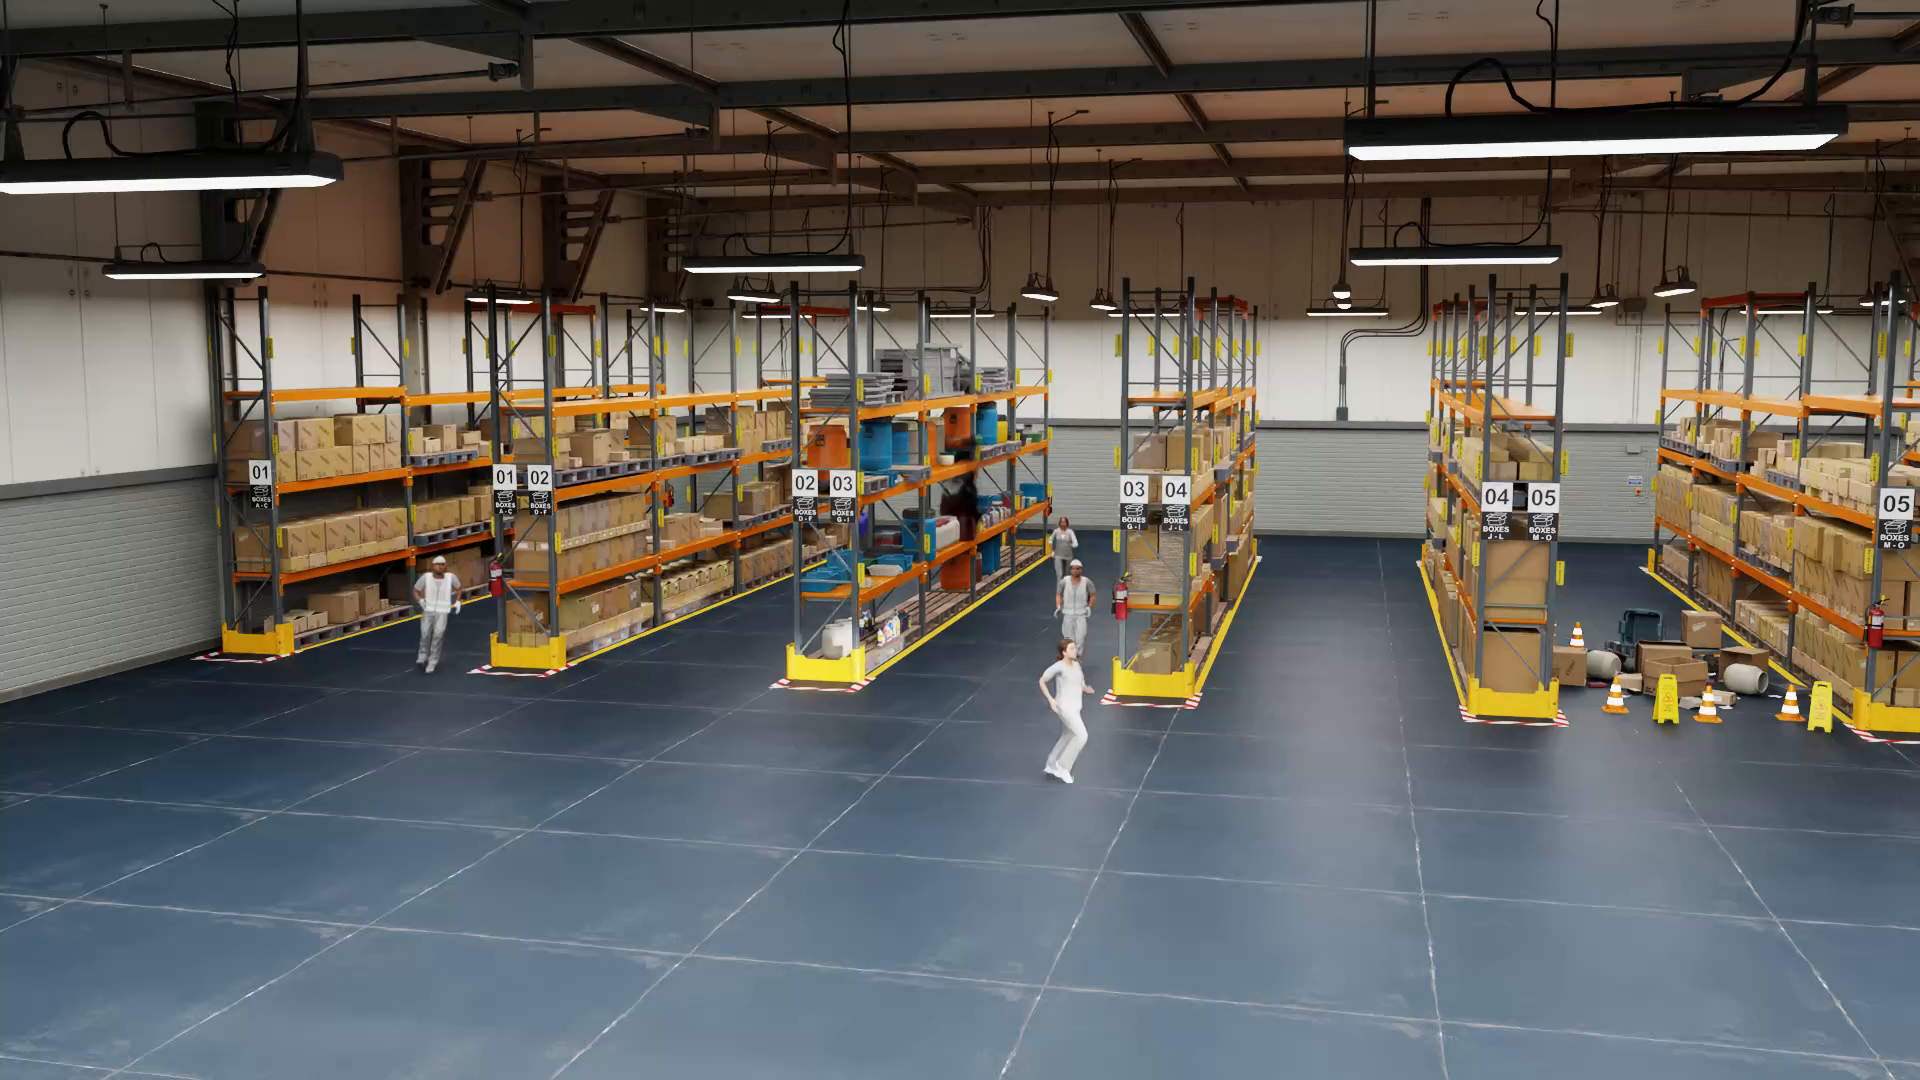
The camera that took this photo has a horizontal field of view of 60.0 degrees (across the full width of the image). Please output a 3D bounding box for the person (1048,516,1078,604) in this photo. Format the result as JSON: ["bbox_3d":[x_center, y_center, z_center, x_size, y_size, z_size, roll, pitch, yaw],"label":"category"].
[{"bbox_3d":[1.915,0.362,30.867,0.537,1.614,0.830,0,7,1],"label":"person"}]

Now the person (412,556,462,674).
[{"bbox_3d":[-8.185,1.147,26.028,0.741,1.802,0.807,-2,7,-13],"label":"person"}]

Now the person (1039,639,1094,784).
[{"bbox_3d":[1.255,1.972,19.214,0.685,1.671,0.535,5,8,36],"label":"person"}]

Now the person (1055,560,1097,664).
[{"bbox_3d":[1.822,1.155,26.110,0.645,1.736,0.636,1,7,7],"label":"person"}]

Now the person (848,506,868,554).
[{"bbox_3d":[-2.028,0.109,33.551,0.579,1.576,0.745,1,7,12],"label":"person"}]
